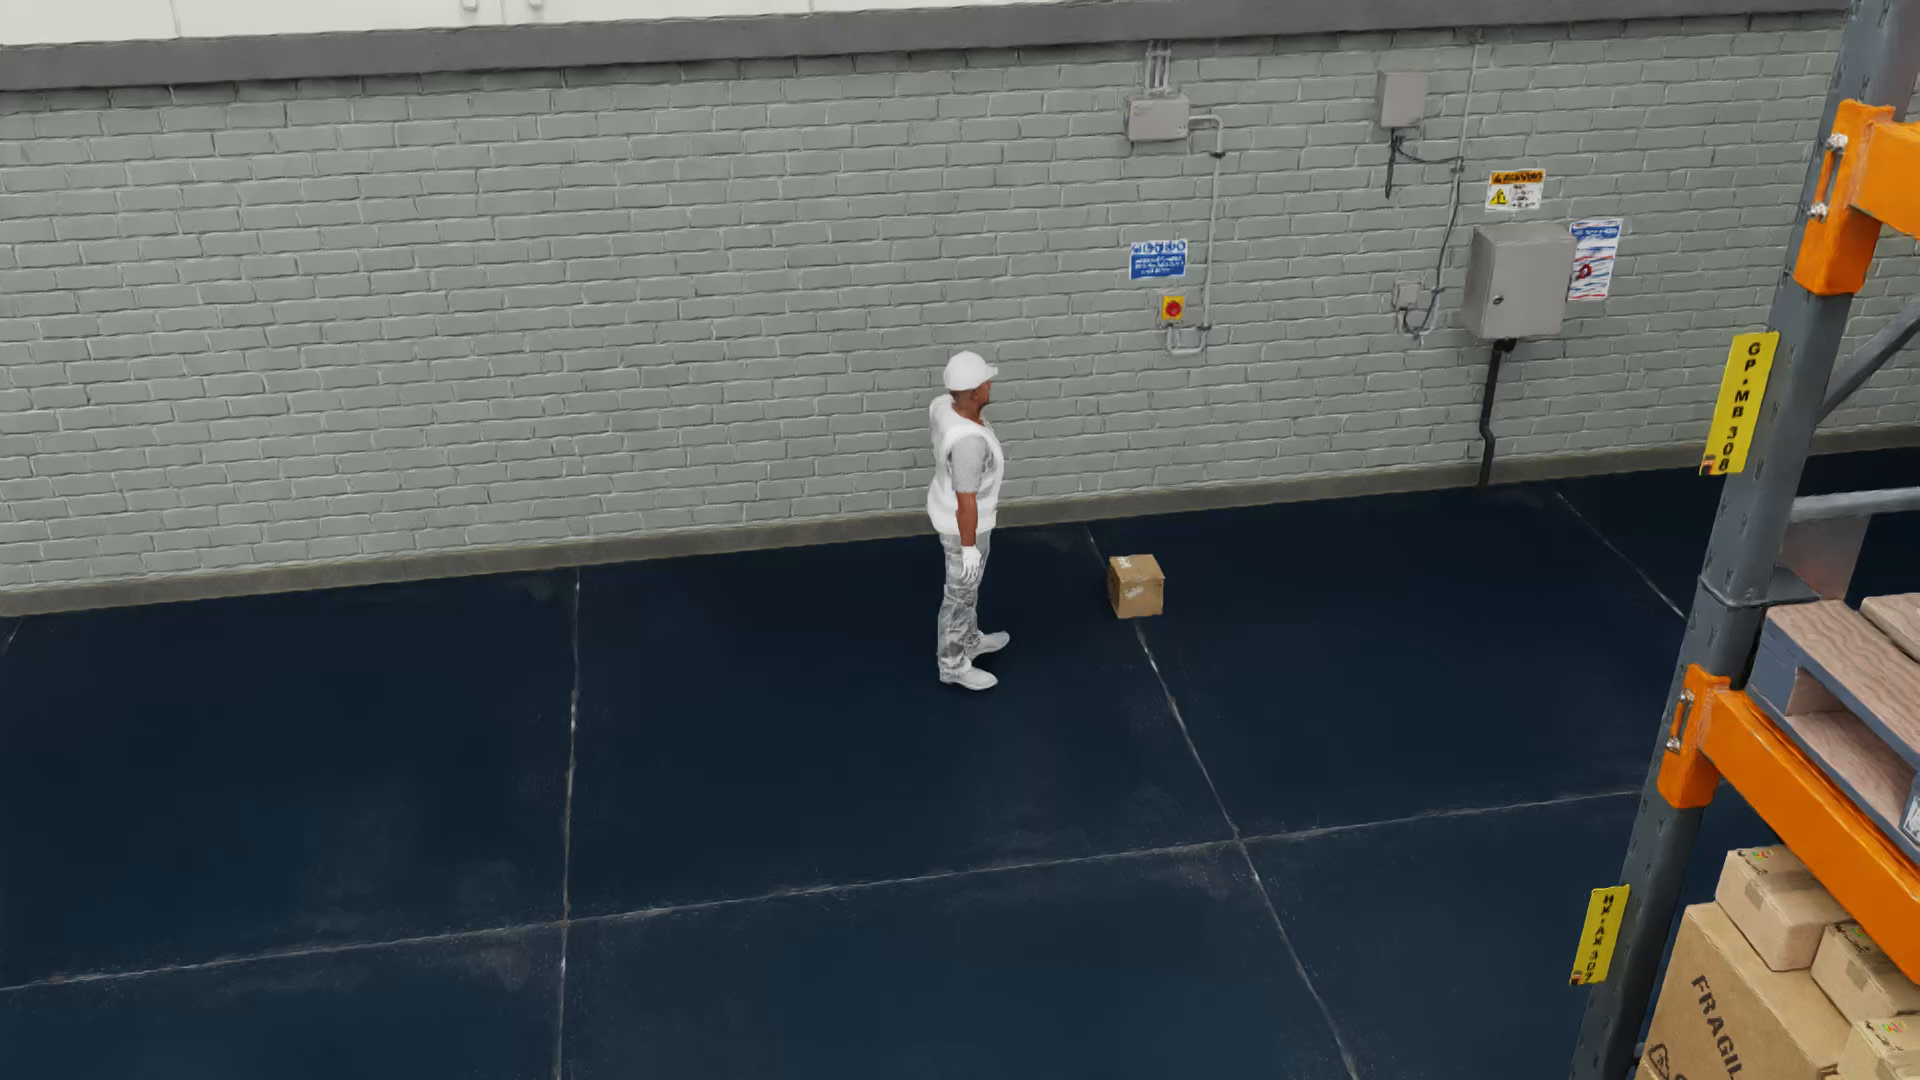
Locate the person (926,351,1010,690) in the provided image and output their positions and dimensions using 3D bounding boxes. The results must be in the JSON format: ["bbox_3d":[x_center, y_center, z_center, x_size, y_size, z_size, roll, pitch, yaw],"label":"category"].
[{"bbox_3d":[0.074,-0.098,8.242,0.453,1.790,0.671,-5,31,-9],"label":"person"}]
